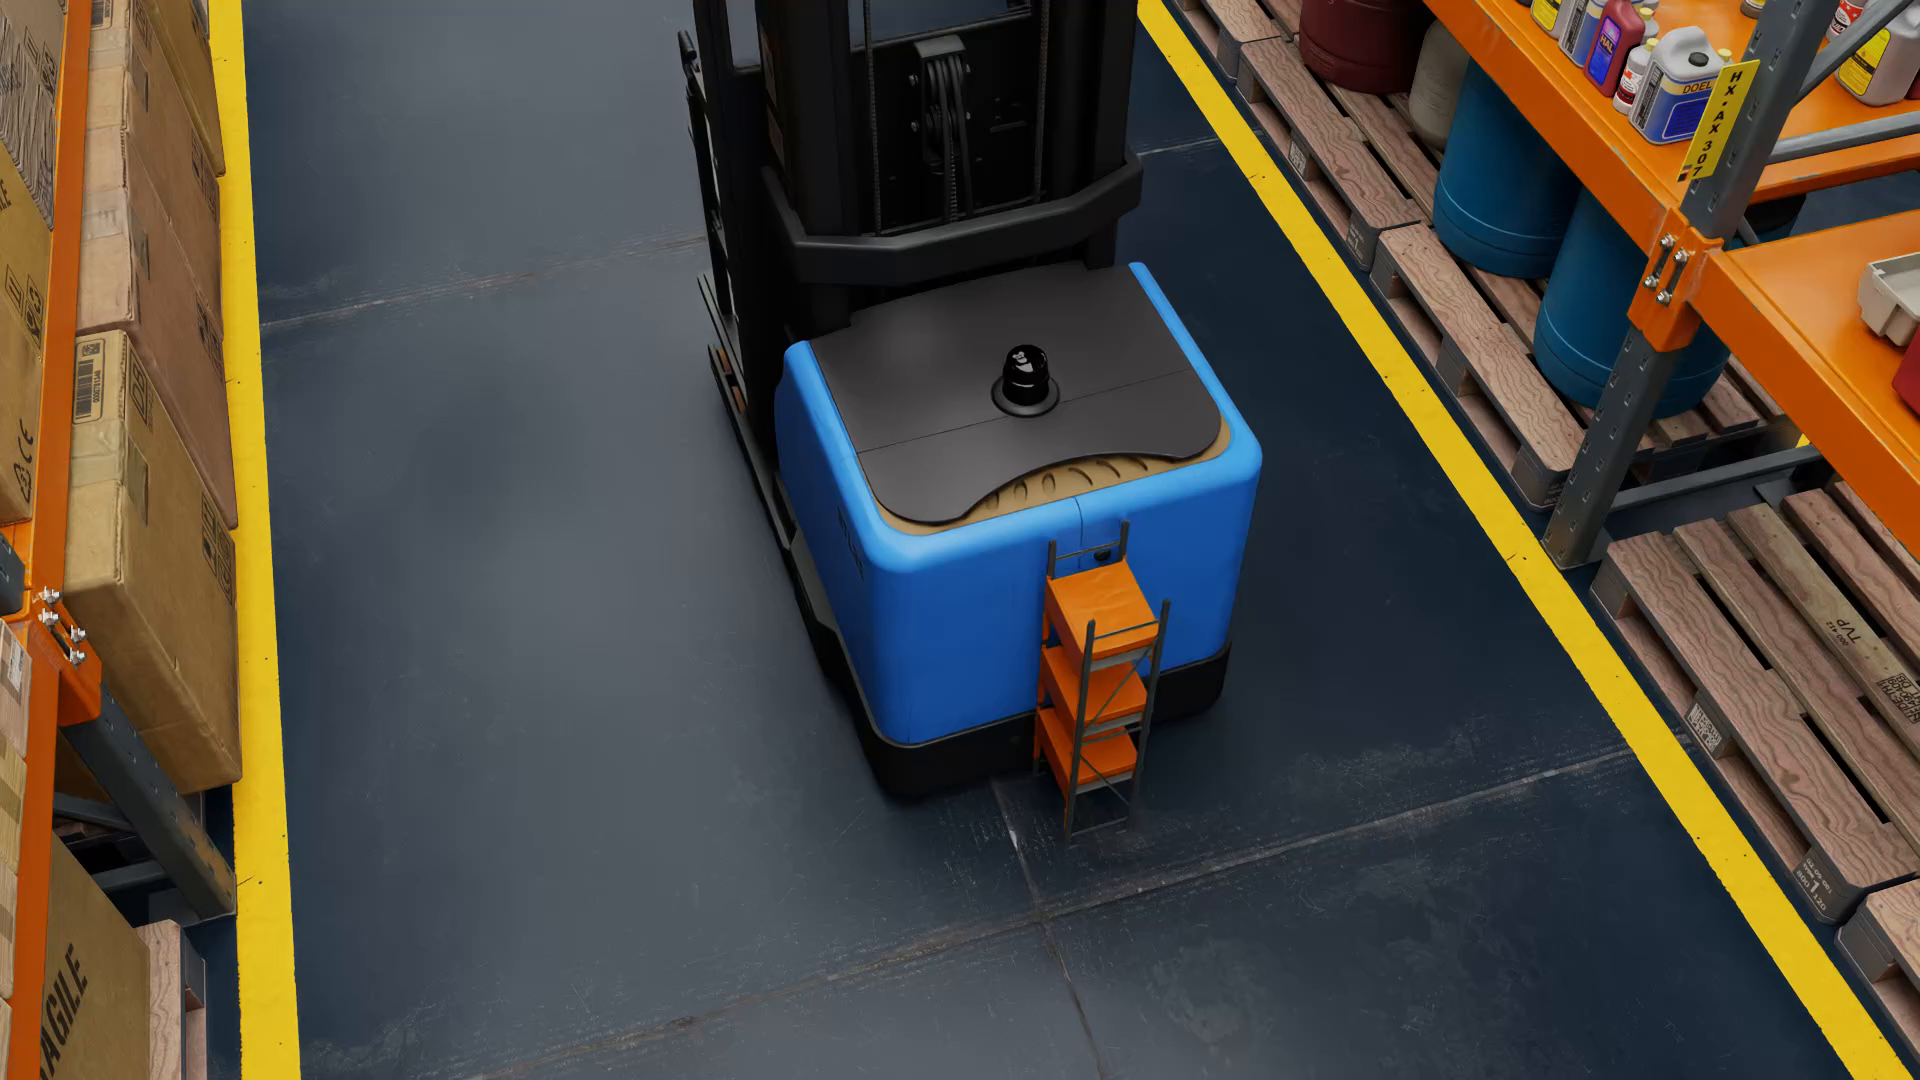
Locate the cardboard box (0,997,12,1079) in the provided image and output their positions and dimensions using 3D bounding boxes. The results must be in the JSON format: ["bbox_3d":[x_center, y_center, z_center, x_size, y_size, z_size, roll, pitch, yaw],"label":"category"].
[{"bbox_3d":[-1.780,0.890,2.702,0.380,0.149,0.250,-12,51,-10],"label":"cardboard box"}]

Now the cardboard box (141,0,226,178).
[{"bbox_3d":[-3.410,-1.766,5.892,1.225,0.875,0.875,-15,52,-13],"label":"cardboard box"}]

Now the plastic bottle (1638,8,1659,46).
[{"bbox_3d":[1.853,-1.363,4.567,0.097,0.201,0.097,0,50,0],"label":"plastic bottle"}]

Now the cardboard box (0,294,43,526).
[{"bbox_3d":[-2.308,-0.328,3.499,0.500,0.500,0.500,-13,51,-11],"label":"cardboard box"}]

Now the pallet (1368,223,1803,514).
[{"bbox_3d":[2.132,-0.697,5.699,1.003,0.211,1.213,-13,51,-11],"label":"pallet"}]

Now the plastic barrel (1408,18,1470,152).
[{"bbox_3d":[1.885,-1.707,6.080,0.421,0.512,0.421,0,50,0],"label":"plastic barrel"}]

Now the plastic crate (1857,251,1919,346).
[{"bbox_3d":[2.321,-0.585,3.914,0.396,0.136,0.243,-13,51,-11],"label":"plastic crate"}]

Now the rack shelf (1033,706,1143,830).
[{"bbox_3d":[0.338,0.583,4.446,0.215,0.259,0.240,-15,52,-12],"label":"rack shelf"}]

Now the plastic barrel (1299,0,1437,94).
[{"bbox_3d":[1.632,-2.124,6.381,0.600,0.588,0.708,-13,51,-11],"label":"plastic barrel"}]

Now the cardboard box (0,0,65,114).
[{"bbox_3d":[-2.763,-1.436,4.434,0.500,0.500,0.500,-12,51,-10],"label":"cardboard box"}]

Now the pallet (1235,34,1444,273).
[{"bbox_3d":[1.767,-1.590,6.452,1.003,0.211,1.213,-13,51,-11],"label":"pallet"}]

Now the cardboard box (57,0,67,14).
[{"bbox_3d":[-2.913,-1.808,4.747,0.500,0.500,0.500,-15,51,-12],"label":"cardboard box"}]

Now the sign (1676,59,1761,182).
[{"bbox_3d":[1.794,-0.989,3.941,0.100,0.325,0.005,-13,51,-11],"label":"sign"}]

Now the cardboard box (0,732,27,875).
[{"bbox_3d":[-1.932,0.515,3.018,0.380,0.149,0.250,-12,51,-10],"label":"cardboard box"}]

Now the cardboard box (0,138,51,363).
[{"bbox_3d":[-2.458,-0.695,3.808,0.500,0.500,0.500,-13,51,-11],"label":"cardboard box"}]

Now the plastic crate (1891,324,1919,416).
[{"bbox_3d":[2.345,-0.354,3.505,0.402,0.464,0.583,-13,51,-11],"label":"plastic crate"}]

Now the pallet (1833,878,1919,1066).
[{"bbox_3d":[2.939,1.297,4.019,1.003,0.211,1.213,-13,51,-11],"label":"pallet"}]

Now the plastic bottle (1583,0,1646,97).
[{"bbox_3d":[1.783,-1.359,4.510,0.061,0.283,0.133,-13,51,-11],"label":"plastic bottle"}]

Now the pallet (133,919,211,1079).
[{"bbox_3d":[-2.261,1.569,3.789,1.003,0.211,1.213,-13,51,-11],"label":"pallet"}]

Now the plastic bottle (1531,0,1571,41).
[{"bbox_3d":[1.736,-1.604,4.673,0.144,0.351,0.185,-13,51,-11],"label":"plastic bottle"}]

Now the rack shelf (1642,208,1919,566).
[{"bbox_3d":[2.912,0.670,3.194,1.077,0.370,4.000,-13,51,-11],"label":"rack shelf"}]

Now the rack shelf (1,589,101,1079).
[{"bbox_3d":[-1.820,1.790,2.250,1.077,0.370,4.000,-13,51,-11],"label":"rack shelf"}]

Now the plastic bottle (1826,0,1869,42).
[{"bbox_3d":[2.528,-1.501,4.683,0.097,0.201,0.097,0,50,0],"label":"plastic bottle"}]

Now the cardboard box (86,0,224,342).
[{"bbox_3d":[-3.154,-1.113,5.342,1.225,0.875,0.875,-13,51,-11],"label":"cardboard box"}]

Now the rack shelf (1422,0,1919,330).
[{"bbox_3d":[1.729,-2.252,5.657,1.077,0.370,4.000,-13,51,-11],"label":"rack shelf"}]

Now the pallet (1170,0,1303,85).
[{"bbox_3d":[1.410,-2.479,7.202,1.003,0.211,1.213,-13,51,-11],"label":"pallet"}]

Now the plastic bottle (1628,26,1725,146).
[{"bbox_3d":[1.895,-1.198,4.379,0.152,0.276,0.135,-13,51,-11],"label":"plastic bottle"}]

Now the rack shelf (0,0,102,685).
[{"bbox_3d":[-3.003,-1.132,4.713,1.077,0.370,4.000,-13,51,-11],"label":"rack shelf"}]

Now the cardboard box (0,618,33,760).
[{"bbox_3d":[-2.008,0.327,3.177,0.380,0.149,0.250,-13,51,-11],"label":"cardboard box"}]

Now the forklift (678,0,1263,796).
[{"bbox_3d":[-0.209,-1.399,4.512,1.130,2.935,3.031,-15,52,-12],"label":"forklift"}]

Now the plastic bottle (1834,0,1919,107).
[{"bbox_3d":[2.514,-1.367,4.473,0.144,0.351,0.185,-13,51,-11],"label":"plastic bottle"}]

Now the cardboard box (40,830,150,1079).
[{"bbox_3d":[-2.292,1.147,3.436,0.875,0.875,0.875,-13,51,-11],"label":"cardboard box"}]

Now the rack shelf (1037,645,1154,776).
[{"bbox_3d":[0.339,0.408,4.231,0.215,0.259,0.240,-15,52,-12],"label":"rack shelf"}]

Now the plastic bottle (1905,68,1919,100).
[{"bbox_3d":[2.619,-1.349,4.502,0.061,0.283,0.133,-13,51,-11],"label":"plastic bottle"}]

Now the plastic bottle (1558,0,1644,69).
[{"bbox_3d":[1.787,-1.464,4.604,0.152,0.276,0.135,-13,51,-11],"label":"plastic bottle"}]

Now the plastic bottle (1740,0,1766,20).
[{"bbox_3d":[2.325,-1.608,4.774,0.097,0.201,0.097,0,50,0],"label":"plastic bottle"}]

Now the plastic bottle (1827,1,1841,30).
[{"bbox_3d":[2.499,-1.594,4.716,0.097,0.271,0.097,0,50,0],"label":"plastic bottle"}]

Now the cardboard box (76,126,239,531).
[{"bbox_3d":[-2.885,-0.469,4.798,1.225,0.875,0.875,-15,51,-12],"label":"cardboard box"}]

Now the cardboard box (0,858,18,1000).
[{"bbox_3d":[-1.856,0.702,2.860,0.380,0.149,0.250,-14,51,-12],"label":"cardboard box"}]

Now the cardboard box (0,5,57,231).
[{"bbox_3d":[-2.606,-1.060,4.116,0.500,0.500,0.500,-14,51,-12],"label":"cardboard box"}]

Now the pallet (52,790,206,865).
[{"bbox_3d":[-2.711,0.449,4.733,1.003,0.211,1.213,-13,51,-11],"label":"pallet"}]

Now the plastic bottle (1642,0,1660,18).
[{"bbox_3d":[1.900,-1.482,4.667,0.097,0.201,0.097,0,50,0],"label":"plastic bottle"}]

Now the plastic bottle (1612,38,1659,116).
[{"bbox_3d":[1.834,-1.252,4.473,0.097,0.201,0.097,0,50,0],"label":"plastic bottle"}]

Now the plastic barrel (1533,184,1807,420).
[{"bbox_3d":[2.176,-0.883,5.130,0.600,0.901,0.708,-13,51,-11],"label":"plastic barrel"}]

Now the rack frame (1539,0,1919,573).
[{"bbox_3d":[2.320,-1.023,4.150,1.000,3.000,0.127,-13,51,-11],"label":"rack frame"}]

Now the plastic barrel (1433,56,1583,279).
[{"bbox_3d":[1.966,-1.400,5.566,0.600,0.901,0.708,-13,51,-11],"label":"plastic barrel"}]

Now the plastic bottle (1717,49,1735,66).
[{"bbox_3d":[2.008,-1.215,4.443,0.097,0.201,0.097,0,50,0],"label":"plastic bottle"}]

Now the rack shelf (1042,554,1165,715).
[{"bbox_3d":[0.341,0.228,4.011,0.215,0.259,0.240,-15,52,-12],"label":"rack shelf"}]

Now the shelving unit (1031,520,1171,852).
[{"bbox_3d":[0.339,0.401,4.222,0.215,1.050,0.252,-15,52,-12],"label":"shelving unit"}]

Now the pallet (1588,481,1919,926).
[{"bbox_3d":[2.575,0.404,4.771,1.003,0.211,1.213,-13,51,-11],"label":"pallet"}]

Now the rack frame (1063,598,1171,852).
[{"bbox_3d":[0.379,0.491,4.150,0.200,1.050,0.008,-15,52,-12],"label":"rack frame"}]

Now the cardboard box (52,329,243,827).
[{"bbox_3d":[-2.620,0.184,4.248,1.225,0.875,0.875,-13,51,-11],"label":"cardboard box"}]

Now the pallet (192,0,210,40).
[{"bbox_3d":[-3.824,-2.497,7.217,1.003,0.211,1.213,-13,51,-11],"label":"pallet"}]

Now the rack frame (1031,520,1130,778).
[{"bbox_3d":[0.300,0.311,4.295,0.200,1.050,0.008,-15,52,-12],"label":"rack frame"}]

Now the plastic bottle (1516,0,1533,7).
[{"bbox_3d":[1.681,-1.739,4.787,0.144,0.351,0.185,-13,51,-11],"label":"plastic bottle"}]

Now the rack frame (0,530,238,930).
[{"bbox_3d":[-2.411,0.097,3.206,1.000,3.000,0.127,-13,51,-11],"label":"rack frame"}]
